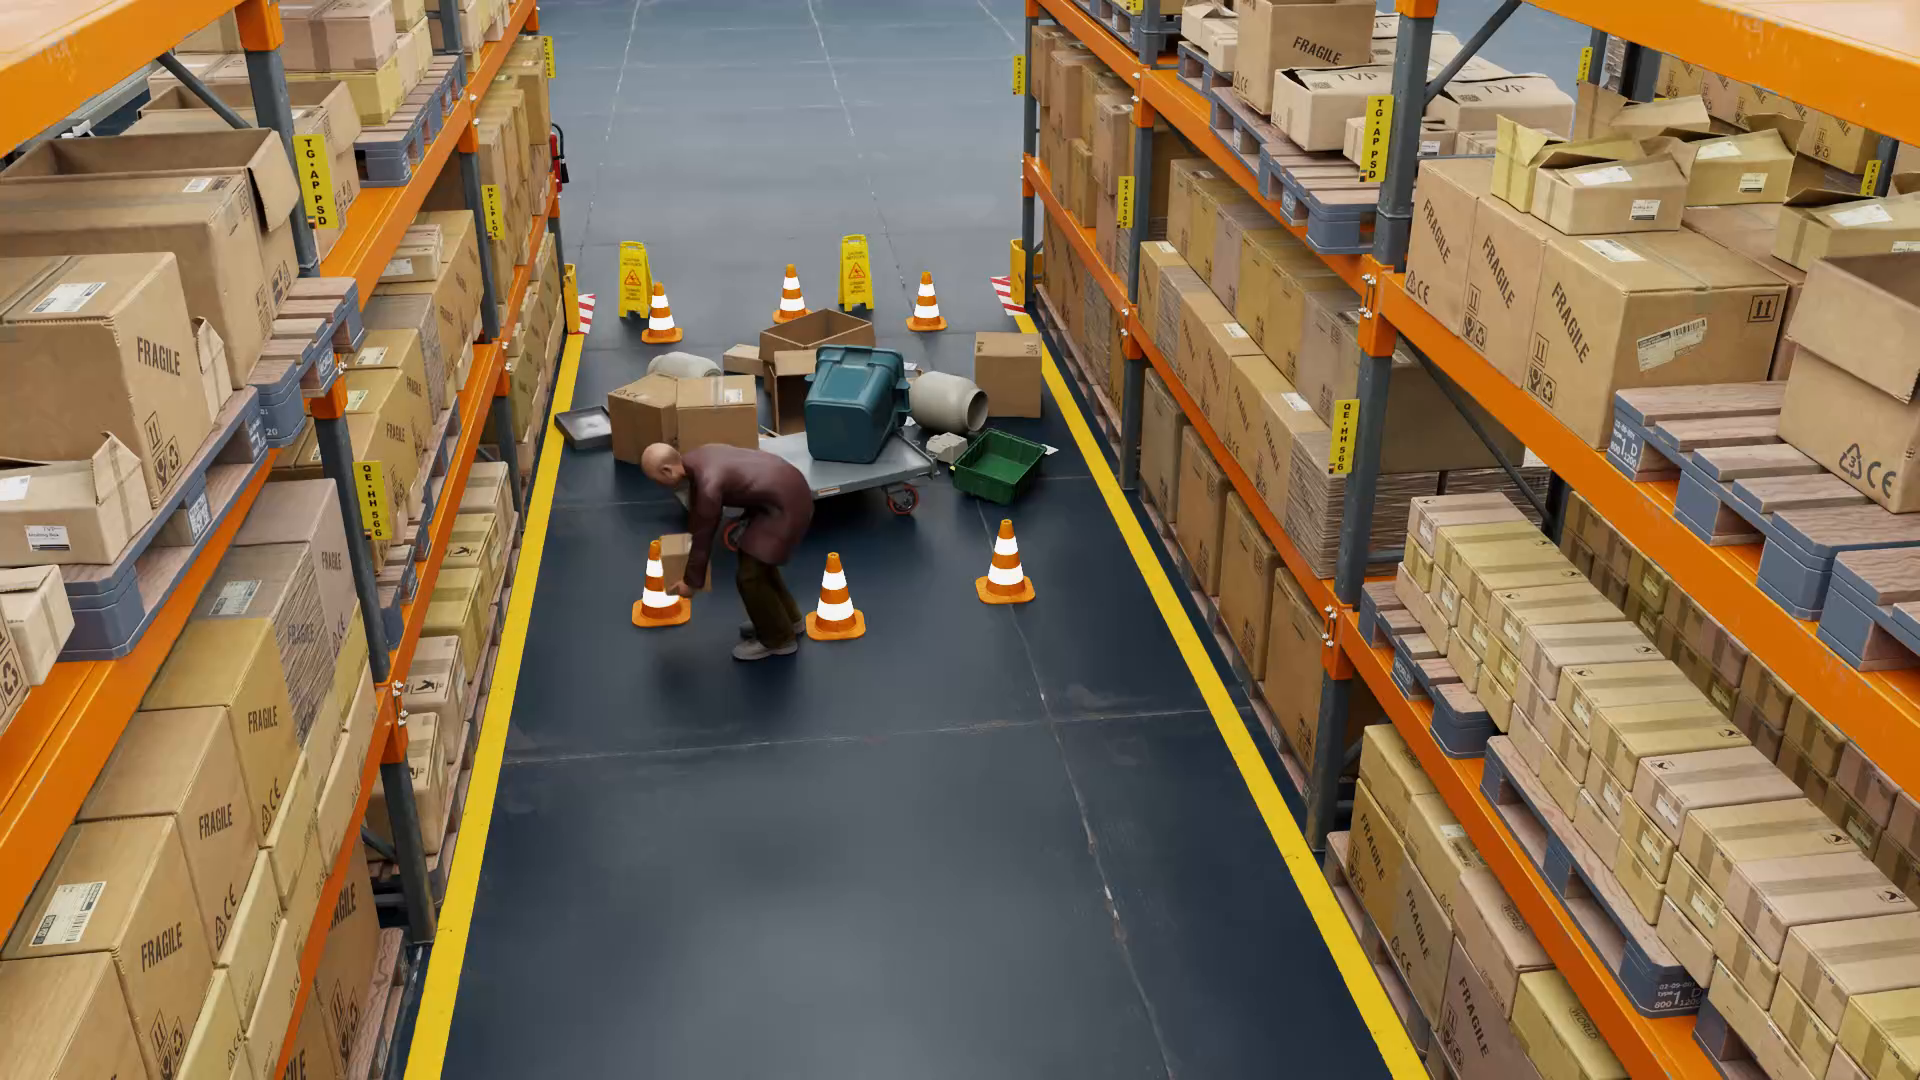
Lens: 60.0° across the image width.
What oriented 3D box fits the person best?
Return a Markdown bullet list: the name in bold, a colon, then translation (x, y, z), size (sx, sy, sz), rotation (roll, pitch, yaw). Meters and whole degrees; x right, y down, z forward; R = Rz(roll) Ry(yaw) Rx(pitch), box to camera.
- **person**: translation (-1.245, 0.031, 9.120), size (0.909, 1.284, 0.551), rotation (-5, 27, -9)
